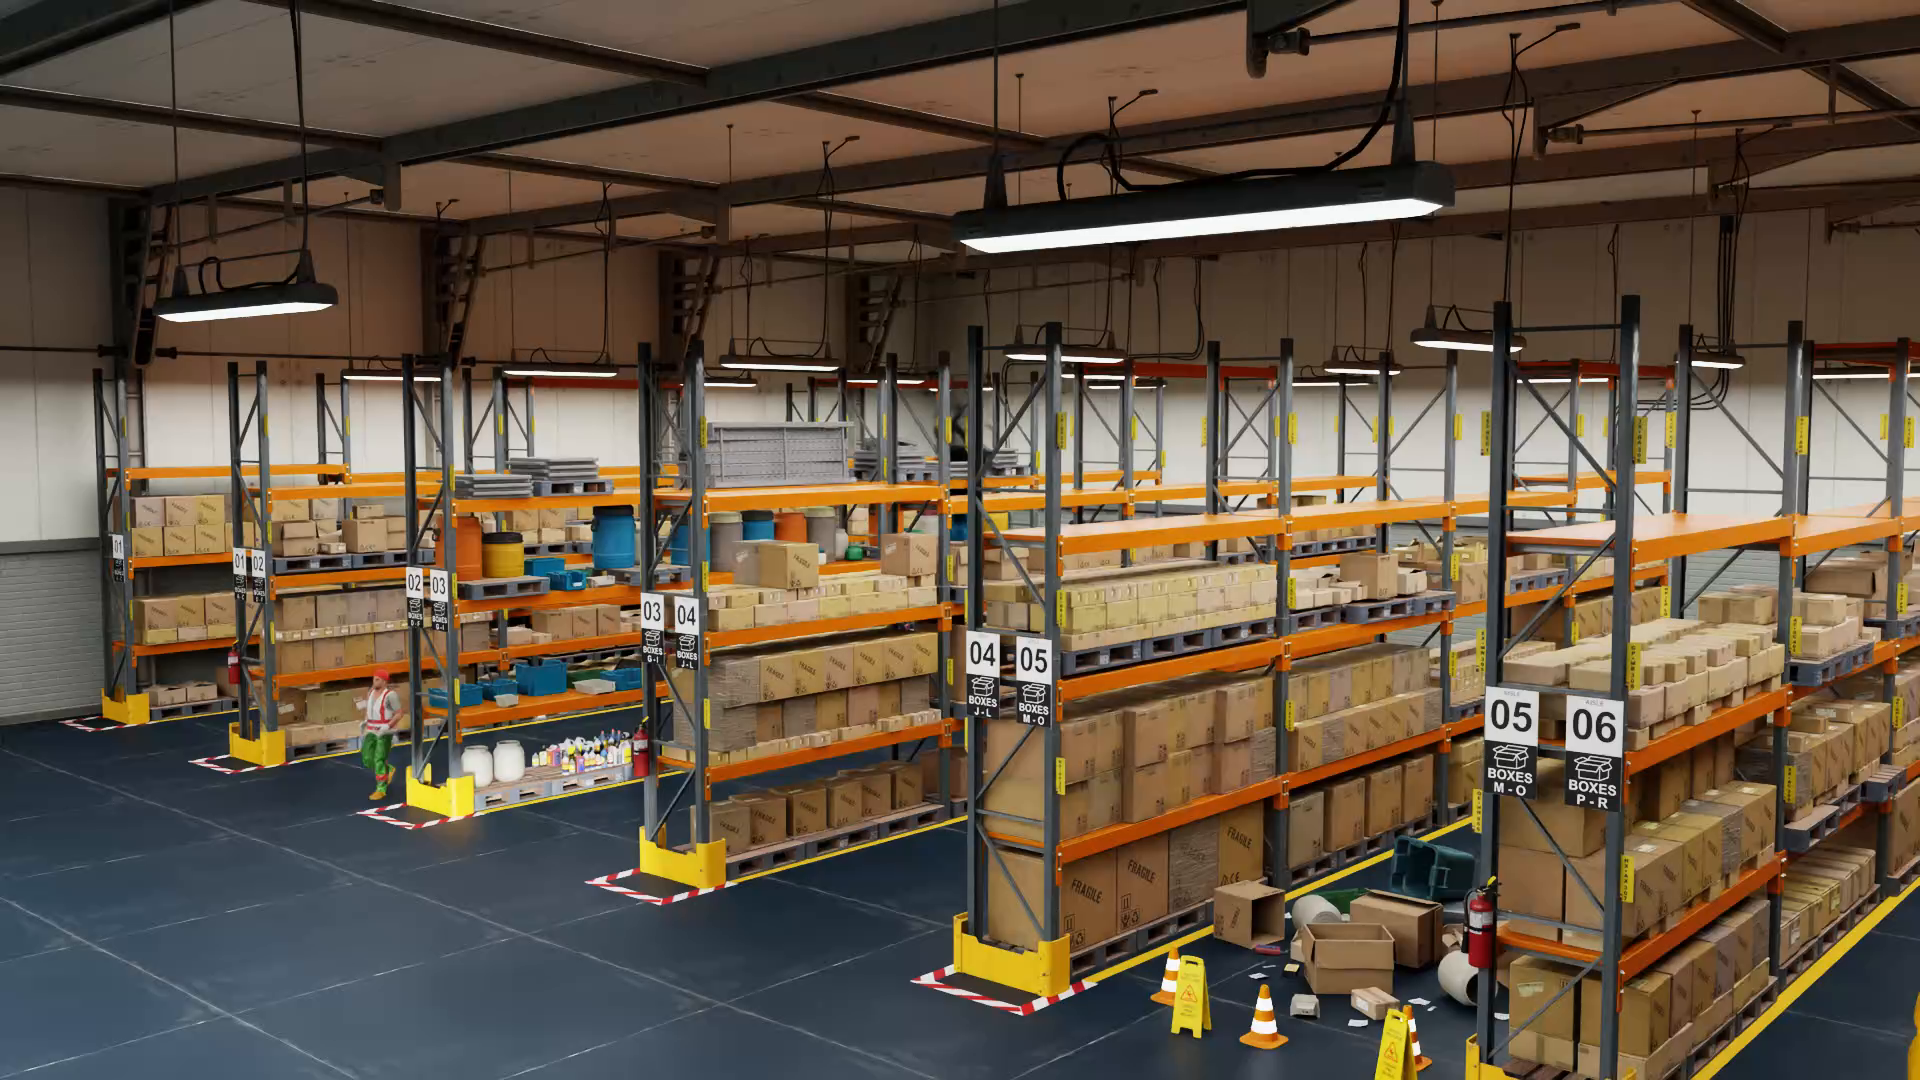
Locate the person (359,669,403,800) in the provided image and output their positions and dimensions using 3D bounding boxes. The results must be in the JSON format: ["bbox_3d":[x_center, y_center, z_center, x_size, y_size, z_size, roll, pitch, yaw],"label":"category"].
[{"bbox_3d":[-7.877,2.632,22.722,0.663,1.769,0.610,2,5,25],"label":"person"}]
